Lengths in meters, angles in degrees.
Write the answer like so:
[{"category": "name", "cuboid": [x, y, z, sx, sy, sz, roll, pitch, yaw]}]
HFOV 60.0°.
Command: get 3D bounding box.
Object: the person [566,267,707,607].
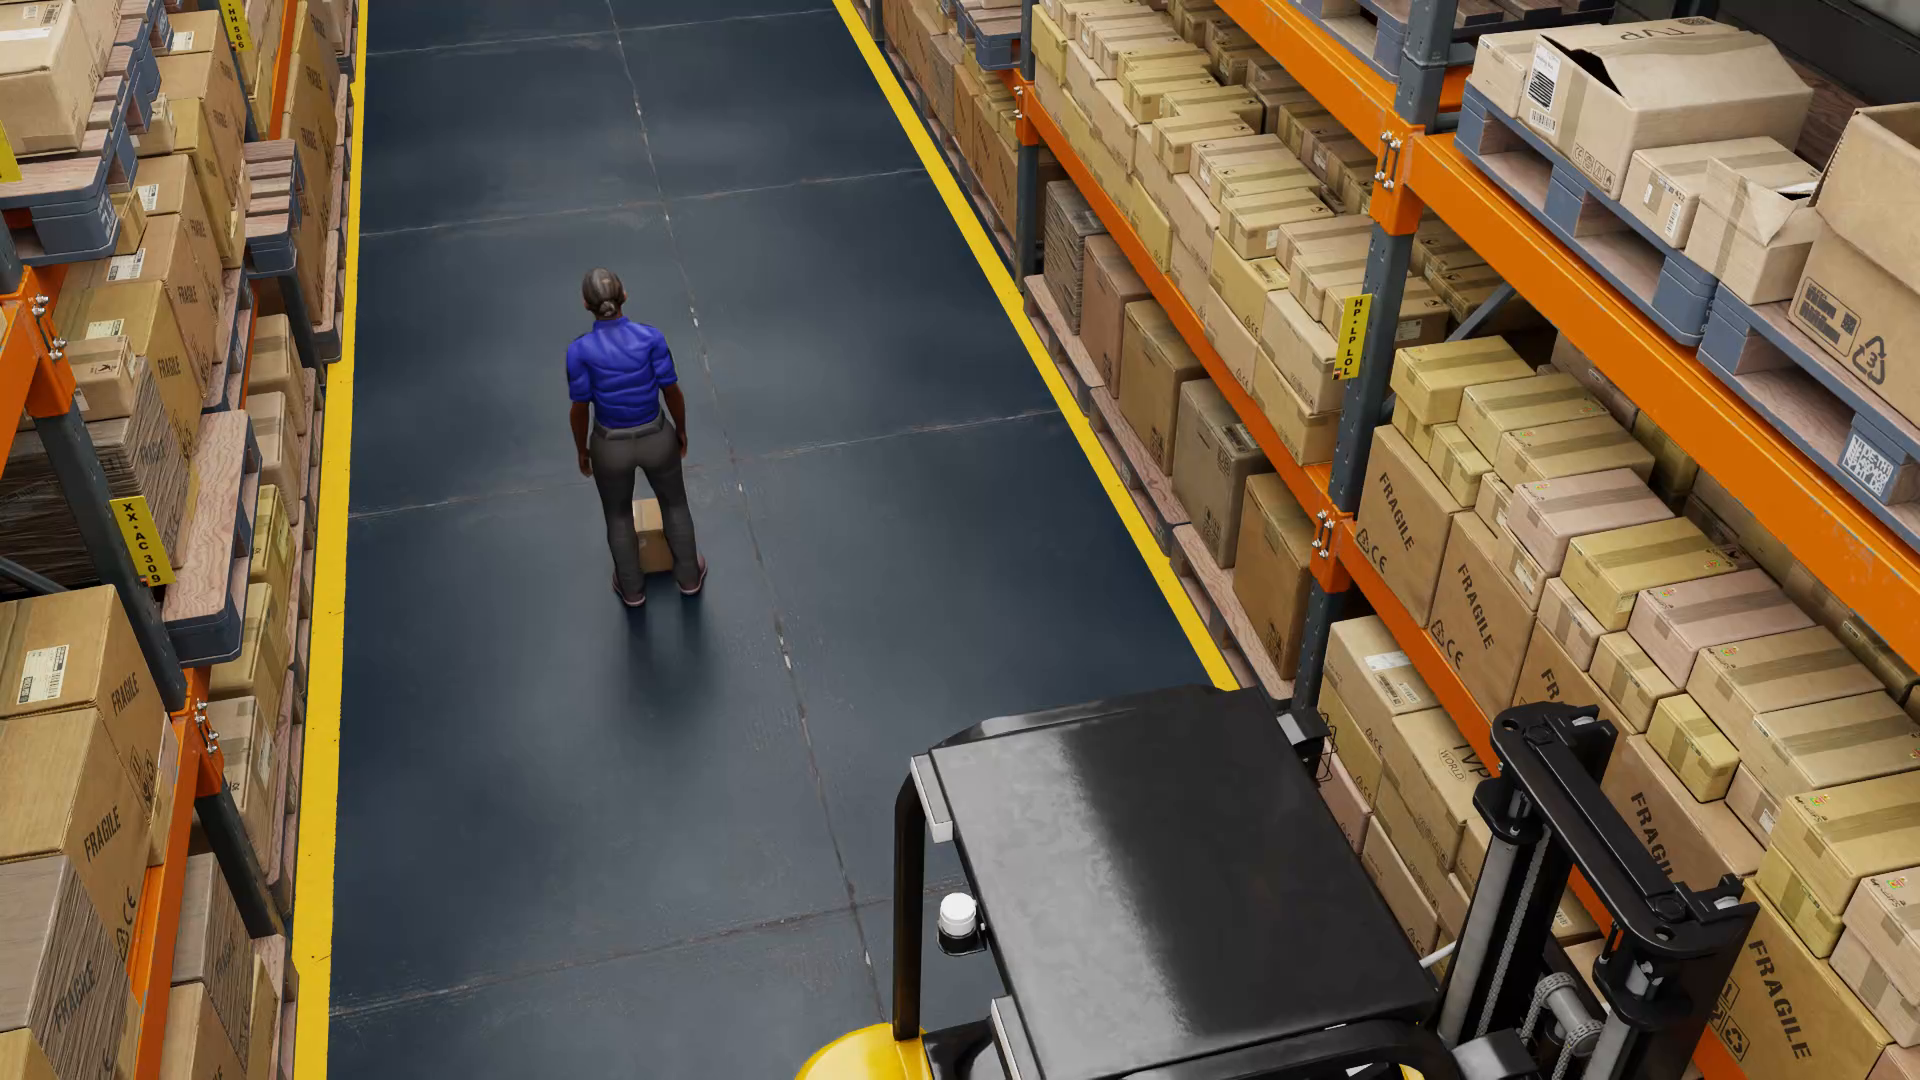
[{"category": "person", "cuboid": [-1.421, -0.426, 7.256, 0.515, 1.653, 0.349, -11, 40, -14]}]
